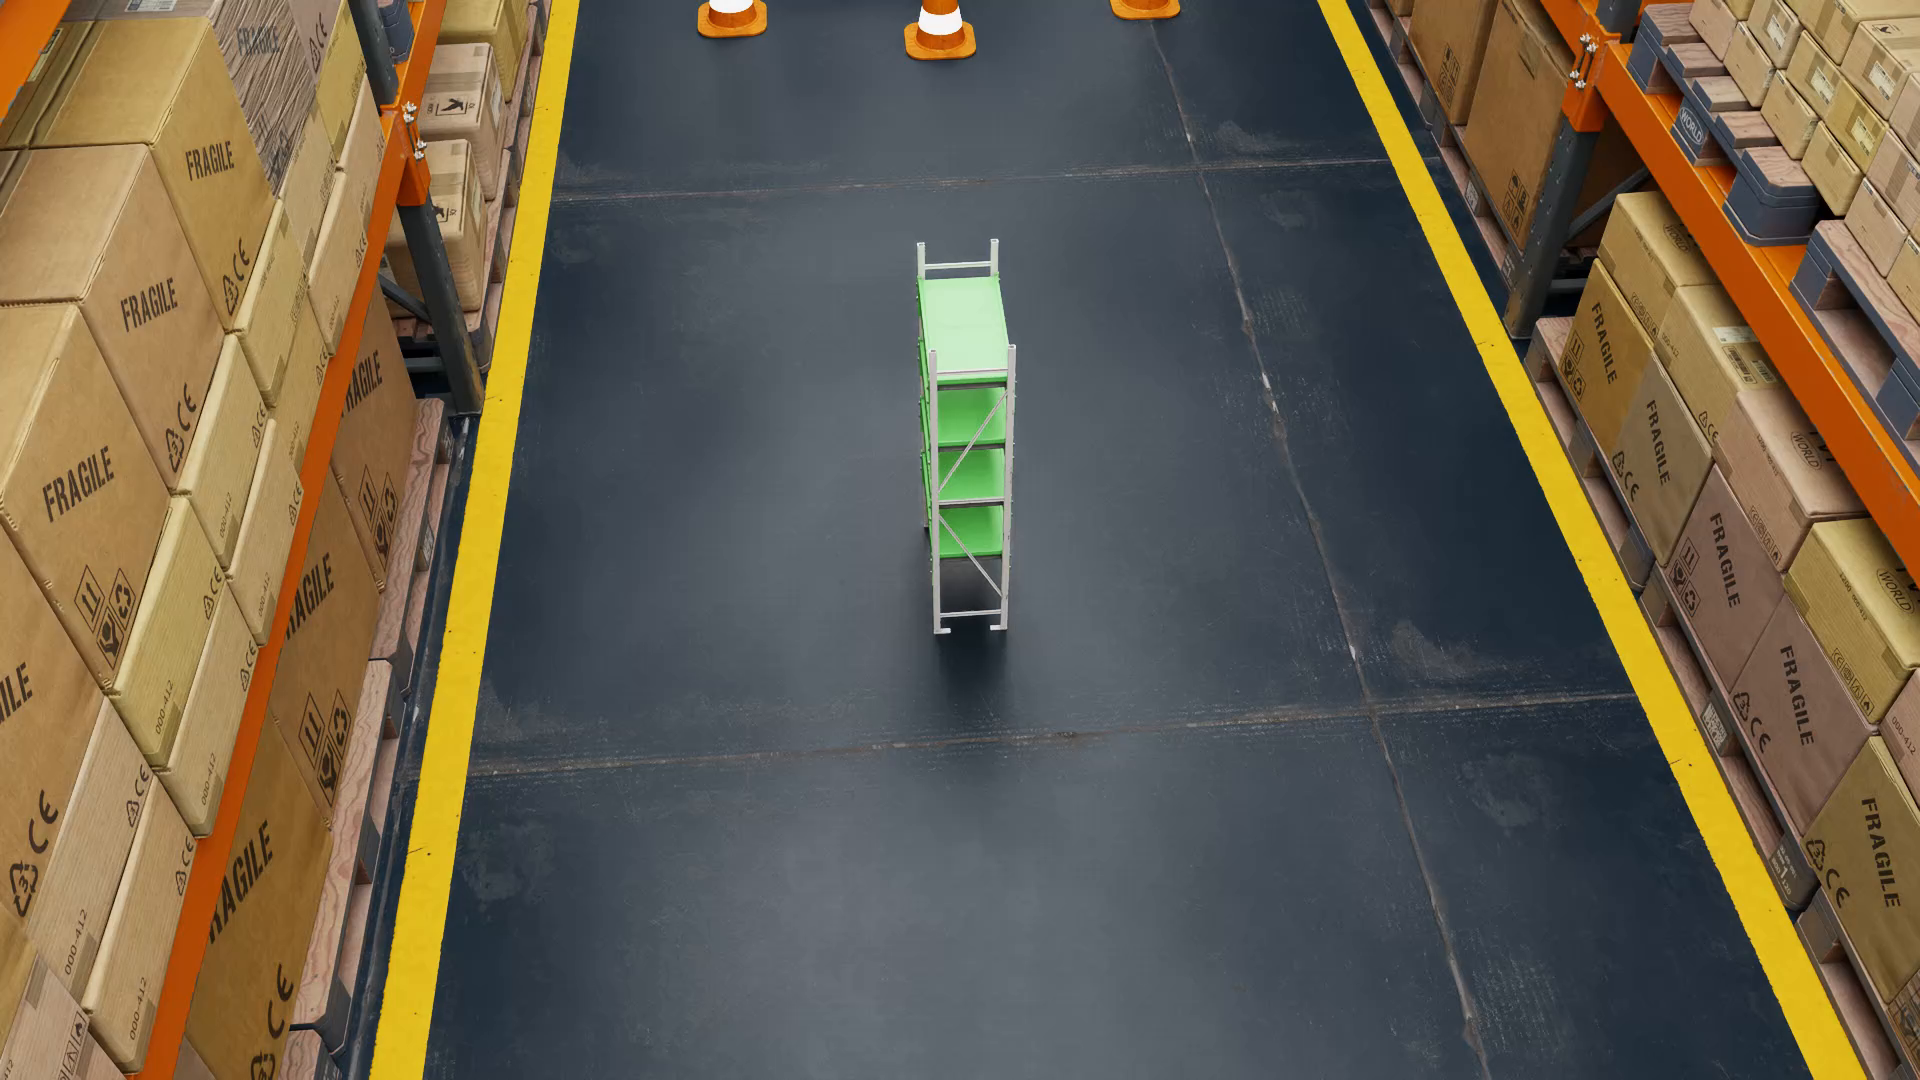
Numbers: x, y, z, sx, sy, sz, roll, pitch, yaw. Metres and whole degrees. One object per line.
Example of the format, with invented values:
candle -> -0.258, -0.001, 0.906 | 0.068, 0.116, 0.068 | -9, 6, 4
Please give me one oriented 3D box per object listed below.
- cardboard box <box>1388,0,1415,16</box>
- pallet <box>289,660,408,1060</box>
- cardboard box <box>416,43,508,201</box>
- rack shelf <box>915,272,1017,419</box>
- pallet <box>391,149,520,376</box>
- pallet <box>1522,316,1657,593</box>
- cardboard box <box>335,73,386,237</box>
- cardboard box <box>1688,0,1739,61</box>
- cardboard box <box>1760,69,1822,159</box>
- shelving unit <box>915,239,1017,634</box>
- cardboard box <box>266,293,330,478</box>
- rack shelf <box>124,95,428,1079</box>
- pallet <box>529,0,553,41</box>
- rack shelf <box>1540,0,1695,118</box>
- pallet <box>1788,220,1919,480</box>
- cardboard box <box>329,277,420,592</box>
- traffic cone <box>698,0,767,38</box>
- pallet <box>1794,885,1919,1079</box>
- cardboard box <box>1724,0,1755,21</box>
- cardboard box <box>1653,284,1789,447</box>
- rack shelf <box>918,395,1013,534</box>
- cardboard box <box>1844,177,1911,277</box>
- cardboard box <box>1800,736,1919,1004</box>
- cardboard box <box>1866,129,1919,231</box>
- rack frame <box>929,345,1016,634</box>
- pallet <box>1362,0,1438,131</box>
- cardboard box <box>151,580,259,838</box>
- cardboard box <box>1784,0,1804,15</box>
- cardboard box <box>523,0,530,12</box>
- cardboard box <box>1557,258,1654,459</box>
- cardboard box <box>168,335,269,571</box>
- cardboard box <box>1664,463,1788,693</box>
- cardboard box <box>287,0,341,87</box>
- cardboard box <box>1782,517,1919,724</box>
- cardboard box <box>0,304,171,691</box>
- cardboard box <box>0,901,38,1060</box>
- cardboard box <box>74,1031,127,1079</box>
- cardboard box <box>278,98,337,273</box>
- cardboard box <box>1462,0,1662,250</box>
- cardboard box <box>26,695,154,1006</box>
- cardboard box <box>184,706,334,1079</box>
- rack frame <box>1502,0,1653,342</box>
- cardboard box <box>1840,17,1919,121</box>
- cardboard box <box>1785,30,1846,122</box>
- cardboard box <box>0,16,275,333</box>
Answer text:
cardboard box -> 2.526, -3.004, 7.789 | 1.050, 0.750, 0.750 | -3, 47, -3
pallet -> -2.192, 0.908, 4.745 | 1.003, 0.211, 1.213 | -3, 47, -3
cardboard box -> -2.389, -1.690, 6.806 | 0.950, 0.372, 0.625 | -4, 47, -4
rack shelf -> 0.014, -0.579, 4.899 | 0.258, 0.148, 0.480 | -3, 47, -3
pallet -> -2.346, -1.113, 6.659 | 1.003, 0.211, 1.213 | -3, 47, -3
pallet -> 2.706, -0.356, 5.942 | 1.003, 0.211, 1.213 | -3, 47, -3
cardboard box -> -1.981, -1.105, 4.834 | 0.500, 0.250, 0.500 | -5, 47, -5
cardboard box -> 2.479, -1.603, 5.086 | 0.380, 0.149, 0.250 | -4, 47, -4
cardboard box -> 2.524, -1.213, 4.717 | 0.380, 0.149, 0.250 | -1, 47, -1
shelving unit -> 0.014, -0.293, 5.201 | 0.258, 1.200, 0.503 | -3, 47, -3
cardboard box -> -1.896, -0.371, 4.139 | 0.500, 0.250, 0.500 | -4, 47, -4
rack shelf -> -2.114, 0.188, 4.002 | 1.077, 0.370, 4.000 | -3, 47, -3
pallet -> -2.550, -2.879, 8.331 | 1.003, 0.211, 1.213 | -3, 47, -3
rack shelf -> 2.475, -3.080, 7.097 | 1.077, 0.370, 4.000 | -3, 47, -3
pallet -> 2.849, -0.385, 4.181 | 1.003, 0.211, 1.213 | -3, 47, -3
cardboard box -> -2.307, -0.416, 5.252 | 0.875, 0.875, 0.875 | -4, 47, -4
traffic cone -> -1.118, -2.716, 8.004 | 0.336, 0.463, 0.334 | -3, 47, -3
pallet -> 2.911, 1.409, 4.270 | 1.003, 0.211, 1.213 | -3, 47, -3
cardboard box -> 2.483, -1.679, 4.953 | 0.380, 0.149, 0.250 | -2, 47, -2
cardboard box -> 2.501, -0.543, 5.114 | 0.500, 0.250, 0.500 | -4, 47, -4
rack shelf -> 0.014, -0.249, 5.247 | 0.258, 0.148, 0.480 | -3, 47, -3
cardboard box -> 2.573, -0.826, 4.350 | 0.380, 0.149, 0.250 | -2, 47, -2
cardboard box -> 2.622, 0.837, 4.324 | 0.500, 0.500, 0.500 | -4, 47, -4
cardboard box -> 2.575, -0.927, 4.241 | 0.380, 0.149, 0.250 | -3, 47, -3
rack frame -> 0.034, -0.116, 5.034 | 0.240, 1.200, 0.015 | -3, 47, -3
pallet -> 2.553, -2.377, 7.856 | 1.003, 0.211, 1.213 | -3, 47, -3
cardboard box -> -1.793, 0.358, 3.448 | 0.500, 0.250, 0.500 | -4, 47, -4
cardboard box -> 2.513, -1.603, 4.676 | 0.380, 0.149, 0.250 | -5, 47, -4
cardboard box -> -2.507, -2.742, 7.802 | 0.950, 0.372, 0.625 | -1, 47, -1
cardboard box -> 2.448, -0.638, 5.721 | 0.500, 0.500, 0.500 | -5, 47, -5
cardboard box -> -1.834, -0.176, 3.610 | 0.500, 0.250, 0.500 | -5, 47, -4
cardboard box -> 2.541, 0.096, 5.025 | 0.500, 0.500, 0.500 | -5, 47, -4
cardboard box -> -1.978, -1.527, 4.372 | 0.500, 0.500, 0.500 | -5, 47, -4
cardboard box -> 2.575, 0.193, 4.417 | 0.500, 0.250, 0.500 | -5, 47, -5
cardboard box -> -1.807, -0.056, 2.980 | 0.500, 0.500, 0.500 | -5, 47, -4
cardboard box -> -1.697, 0.673, 2.289 | 0.500, 0.500, 0.500 | -3, 47, -3
cardboard box -> -1.721, 1.105, 2.741 | 0.500, 0.250, 0.500 | -4, 47, -4
cardboard box -> -1.941, -0.921, 4.316 | 0.500, 0.250, 0.500 | -5, 47, -4
cardboard box -> 2.681, -1.698, 6.552 | 1.050, 0.750, 0.750 | -4, 47, -4
cardboard box -> -1.774, 0.556, 2.916 | 0.500, 0.250, 0.500 | -3, 47, -3
cardboard box -> -2.162, 0.877, 4.028 | 0.875, 0.875, 0.875 | -2, 47, -2
rack frame -> 2.642, -1.881, 5.465 | 1.000, 3.000, 0.127 | -3, 47, -3
cardboard box -> 2.551, -1.233, 4.326 | 0.380, 0.149, 0.250 | -5, 47, -5
cardboard box -> 2.533, -1.290, 4.585 | 0.380, 0.149, 0.250 | -5, 47, -5
cardboard box -> -1.892, -0.796, 3.681 | 0.500, 0.500, 0.500 | -3, 47, -3
